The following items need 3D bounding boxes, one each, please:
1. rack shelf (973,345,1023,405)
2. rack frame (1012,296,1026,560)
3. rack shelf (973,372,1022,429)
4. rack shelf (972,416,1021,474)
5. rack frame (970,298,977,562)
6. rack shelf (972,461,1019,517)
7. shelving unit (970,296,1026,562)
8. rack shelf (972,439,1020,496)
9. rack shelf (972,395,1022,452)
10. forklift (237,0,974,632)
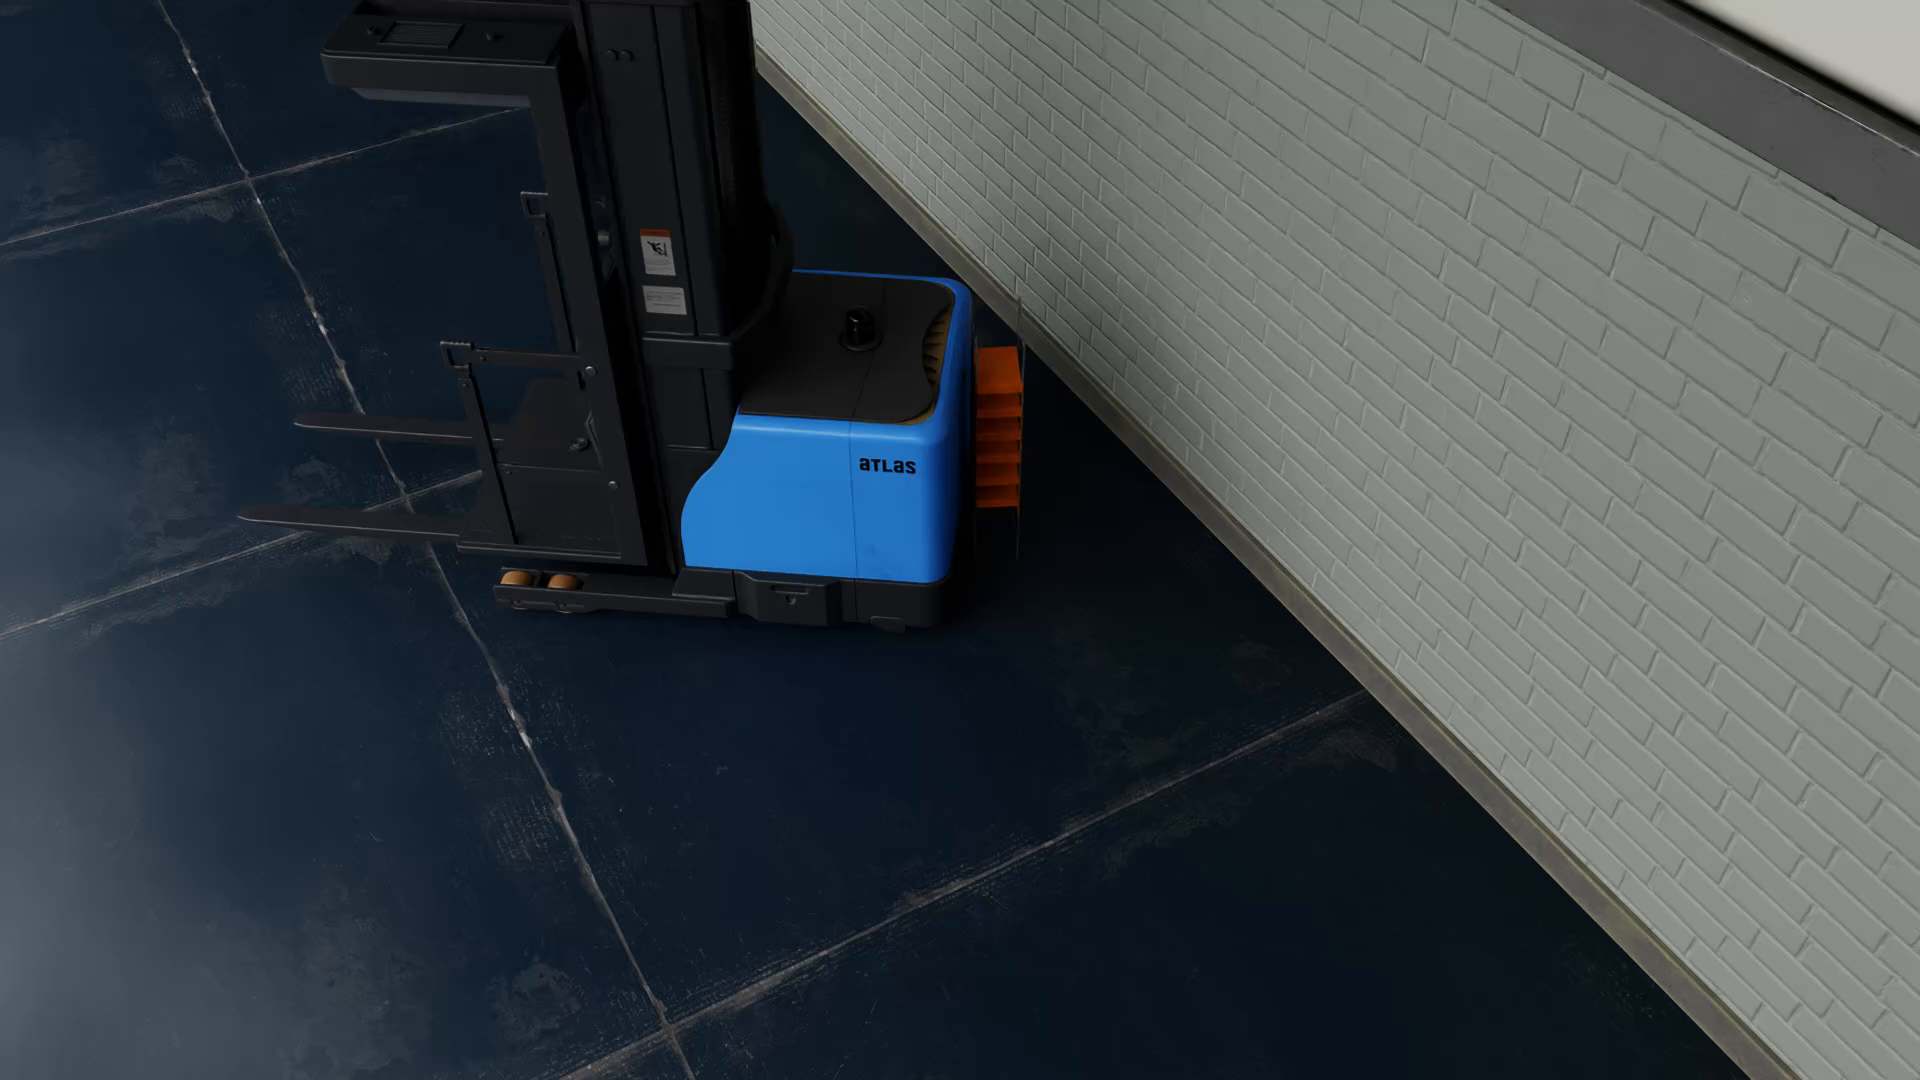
[{"bbox_3d":[0.146,-0.650,6.535,0.180,0.103,0.258,-3,44,-3],"label":"rack shelf"},{"bbox_3d":[0.237,-0.428,6.759,0.006,1.200,0.240,-3,44,-3],"label":"rack frame"},{"bbox_3d":[0.146,-0.564,6.618,0.180,0.103,0.258,-3,44,-3],"label":"rack shelf"},{"bbox_3d":[0.146,-0.392,6.785,0.180,0.103,0.258,-3,44,-3],"label":"rack shelf"},{"bbox_3d":[0.055,-0.419,6.750,0.006,1.200,0.240,-3,44,-3],"label":"rack frame"},{"bbox_3d":[0.146,-0.219,6.952,0.180,0.103,0.258,-3,44,-3],"label":"rack shelf"},{"bbox_3d":[0.146,-0.424,6.754,0.189,1.200,0.258,-3,44,-3],"label":"shelving unit"},{"bbox_3d":[0.146,-0.306,6.869,0.180,0.103,0.258,-3,44,-3],"label":"rack shelf"},{"bbox_3d":[0.146,-0.478,6.702,0.180,0.103,0.258,-3,44,-3],"label":"rack shelf"},{"bbox_3d":[-1.490,-1.112,6.220,3.031,2.935,1.130,4,44,4],"label":"forklift"}]
